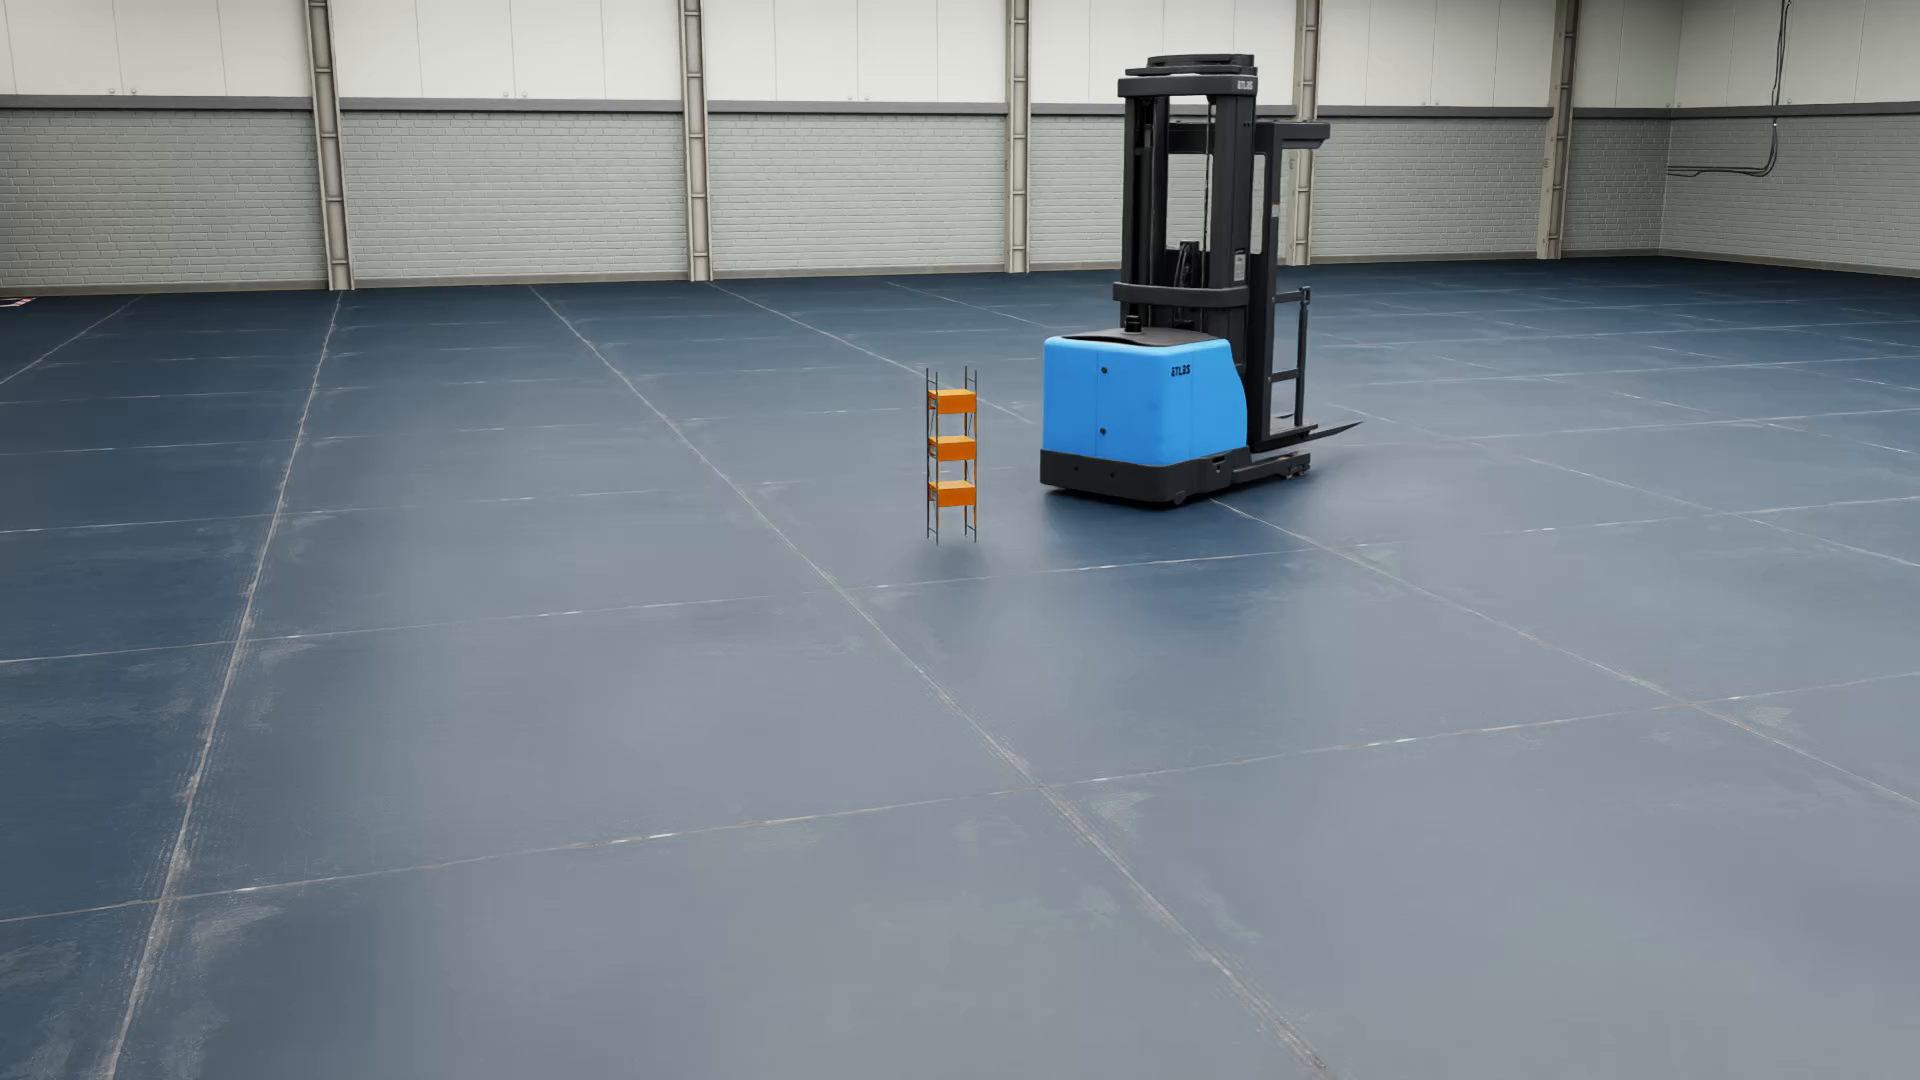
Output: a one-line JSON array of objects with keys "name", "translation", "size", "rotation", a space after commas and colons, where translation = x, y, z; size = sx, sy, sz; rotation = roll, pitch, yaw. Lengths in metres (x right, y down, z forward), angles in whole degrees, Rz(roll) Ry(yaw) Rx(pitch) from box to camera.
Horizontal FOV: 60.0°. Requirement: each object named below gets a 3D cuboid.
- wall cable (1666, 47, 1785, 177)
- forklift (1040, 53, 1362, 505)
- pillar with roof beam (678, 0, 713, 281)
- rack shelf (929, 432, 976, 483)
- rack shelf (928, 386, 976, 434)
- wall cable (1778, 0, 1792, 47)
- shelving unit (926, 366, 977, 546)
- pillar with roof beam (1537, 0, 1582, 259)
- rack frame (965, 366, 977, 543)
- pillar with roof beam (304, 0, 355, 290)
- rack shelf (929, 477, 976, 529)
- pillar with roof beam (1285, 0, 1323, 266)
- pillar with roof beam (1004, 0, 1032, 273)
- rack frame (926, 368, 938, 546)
[{"name": "wall cable", "translation": [15.658, -8.749, 34.189], "size": [0.112, 2.526, 3.097], "rotation": [-4, 14, -18]}, {"name": "forklift", "translation": [1.910, -1.933, 11.934], "size": [1.130, 2.935, 3.031], "rotation": [12, 18, 40]}, {"name": "pillar with roof beam", "translation": [-3.243, -8.060, 24.580], "size": [0.400, 9.000, 9.100], "rotation": [-4, 14, -18]}, {"name": "rack shelf", "translation": [-0.051, -0.497, 10.007], "size": [0.240, 0.259, 0.215], "rotation": [-4, 14, -18]}, {"name": "rack shelf", "translation": [-0.051, -0.773, 9.941], "size": [0.240, 0.259, 0.215], "rotation": [-4, 14, -18]}, {"name": "wall cable", "translation": [16.521, -10.613, 31.110], "size": [0.112, 2.526, 3.097], "rotation": [-4, 14, -18]}, {"name": "shelving unit", "translation": [-0.051, -0.507, 10.005], "size": [0.252, 1.050, 0.215], "rotation": [-4, 14, -18]}, {"name": "pillar with roof beam", "translation": [13.817, -9.388, 30.165], "size": [0.400, 9.000, 9.100], "rotation": [-4, 14, -18]}, {"name": "rack frame", "translation": [0.065, -0.516, 10.043], "size": [0.008, 1.050, 0.200], "rotation": [-4, 14, -18]}, {"name": "pillar with roof beam", "translation": [-8.929, -7.617, 22.718], "size": [0.400, 9.000, 9.100], "rotation": [-4, 14, -18]}, {"name": "rack shelf", "translation": [-0.051, -0.226, 10.071], "size": [0.240, 0.259, 0.215], "rotation": [-4, 14, -18]}, {"name": "pillar with roof beam", "translation": [8.131, -8.945, 28.303], "size": [0.400, 9.000, 9.100], "rotation": [-4, 14, -18]}, {"name": "pillar with roof beam", "translation": [2.444, -8.502, 26.442], "size": [0.400, 9.000, 9.100], "rotation": [-4, 14, -18]}, {"name": "rack frame", "translation": [-0.166, -0.498, 9.967], "size": [0.008, 1.050, 0.200], "rotation": [-4, 14, -18]}]
